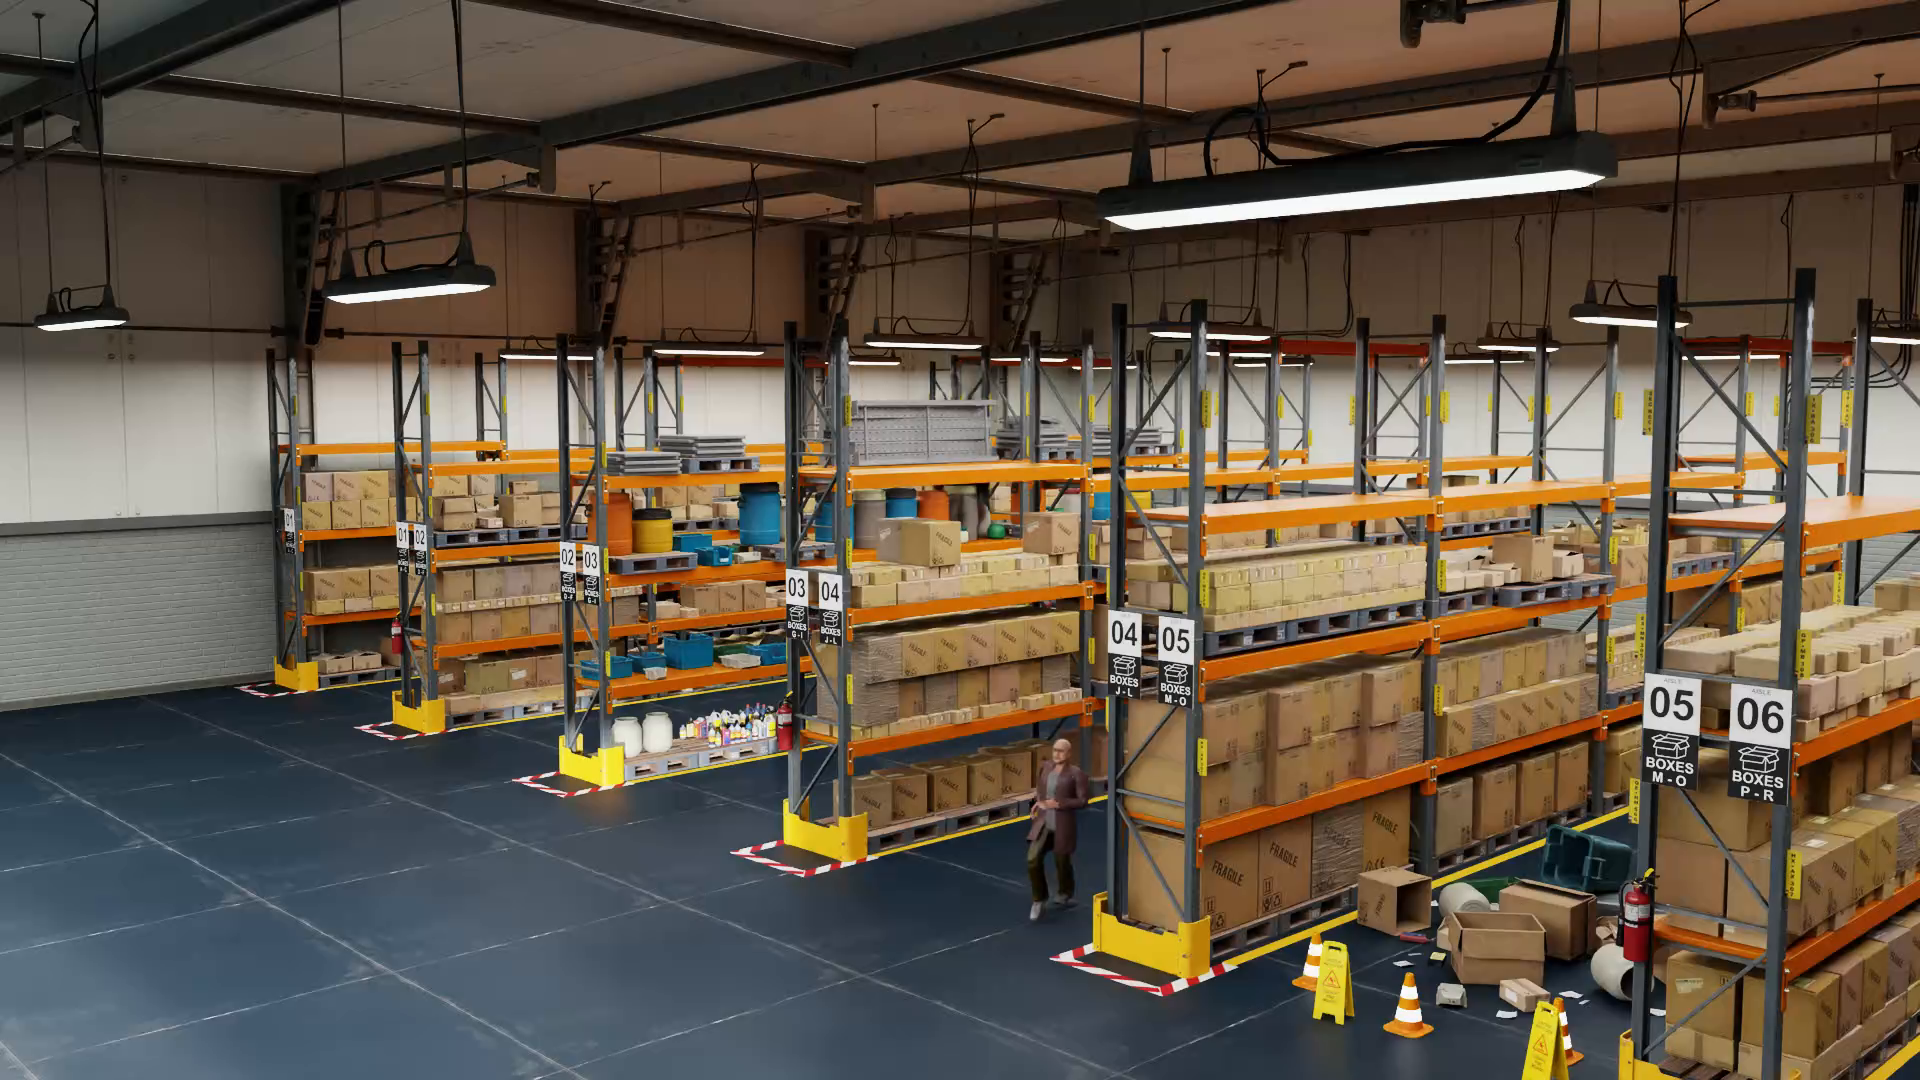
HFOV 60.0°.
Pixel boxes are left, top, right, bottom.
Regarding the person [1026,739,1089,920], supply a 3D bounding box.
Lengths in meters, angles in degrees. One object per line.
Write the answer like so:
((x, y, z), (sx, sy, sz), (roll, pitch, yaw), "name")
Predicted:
((0.995, 2.874, 16.563), (0.681, 1.834, 0.784), (3, 6, 29), "person")
